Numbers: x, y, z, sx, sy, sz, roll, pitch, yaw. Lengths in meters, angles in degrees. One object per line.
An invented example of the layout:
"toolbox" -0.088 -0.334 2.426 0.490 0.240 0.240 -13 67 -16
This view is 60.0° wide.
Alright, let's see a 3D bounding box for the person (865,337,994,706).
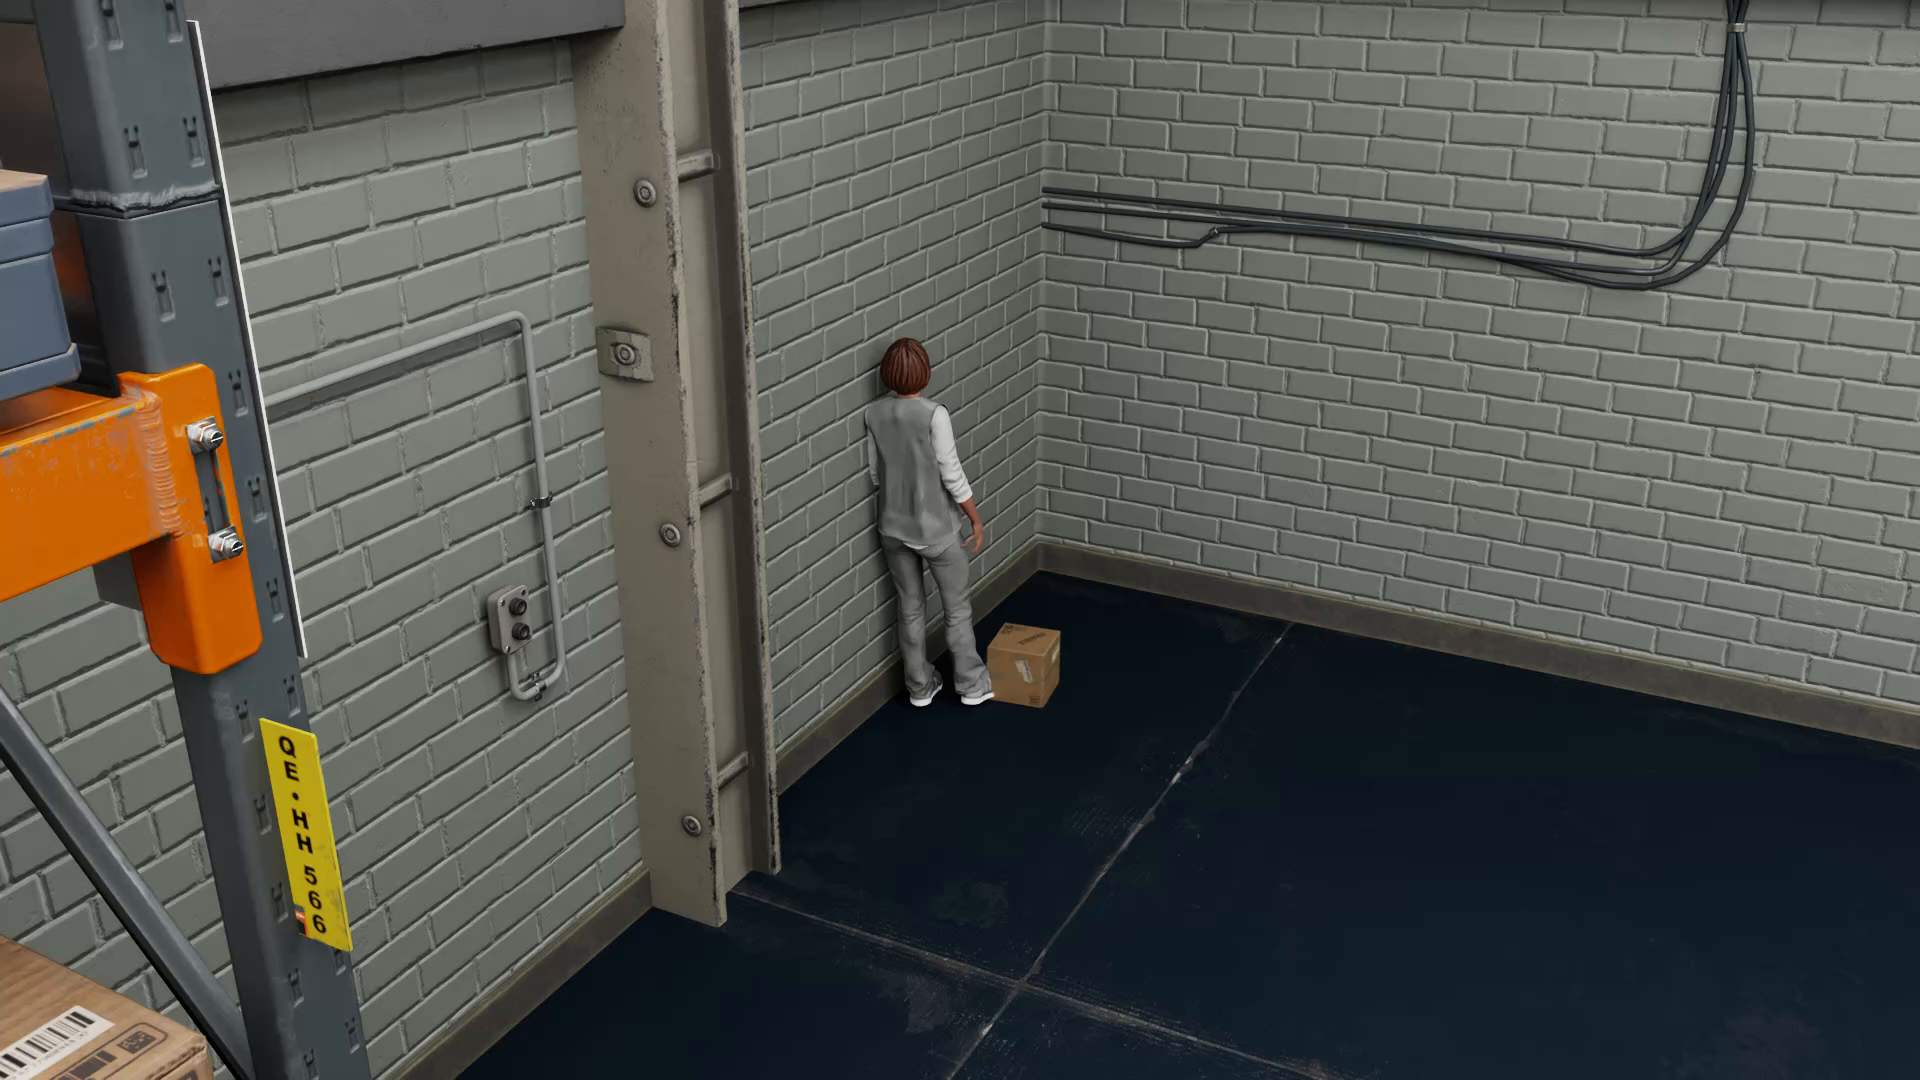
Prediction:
"person" -0.116 -0.069 6.748 0.520 1.596 0.475 11 26 25
